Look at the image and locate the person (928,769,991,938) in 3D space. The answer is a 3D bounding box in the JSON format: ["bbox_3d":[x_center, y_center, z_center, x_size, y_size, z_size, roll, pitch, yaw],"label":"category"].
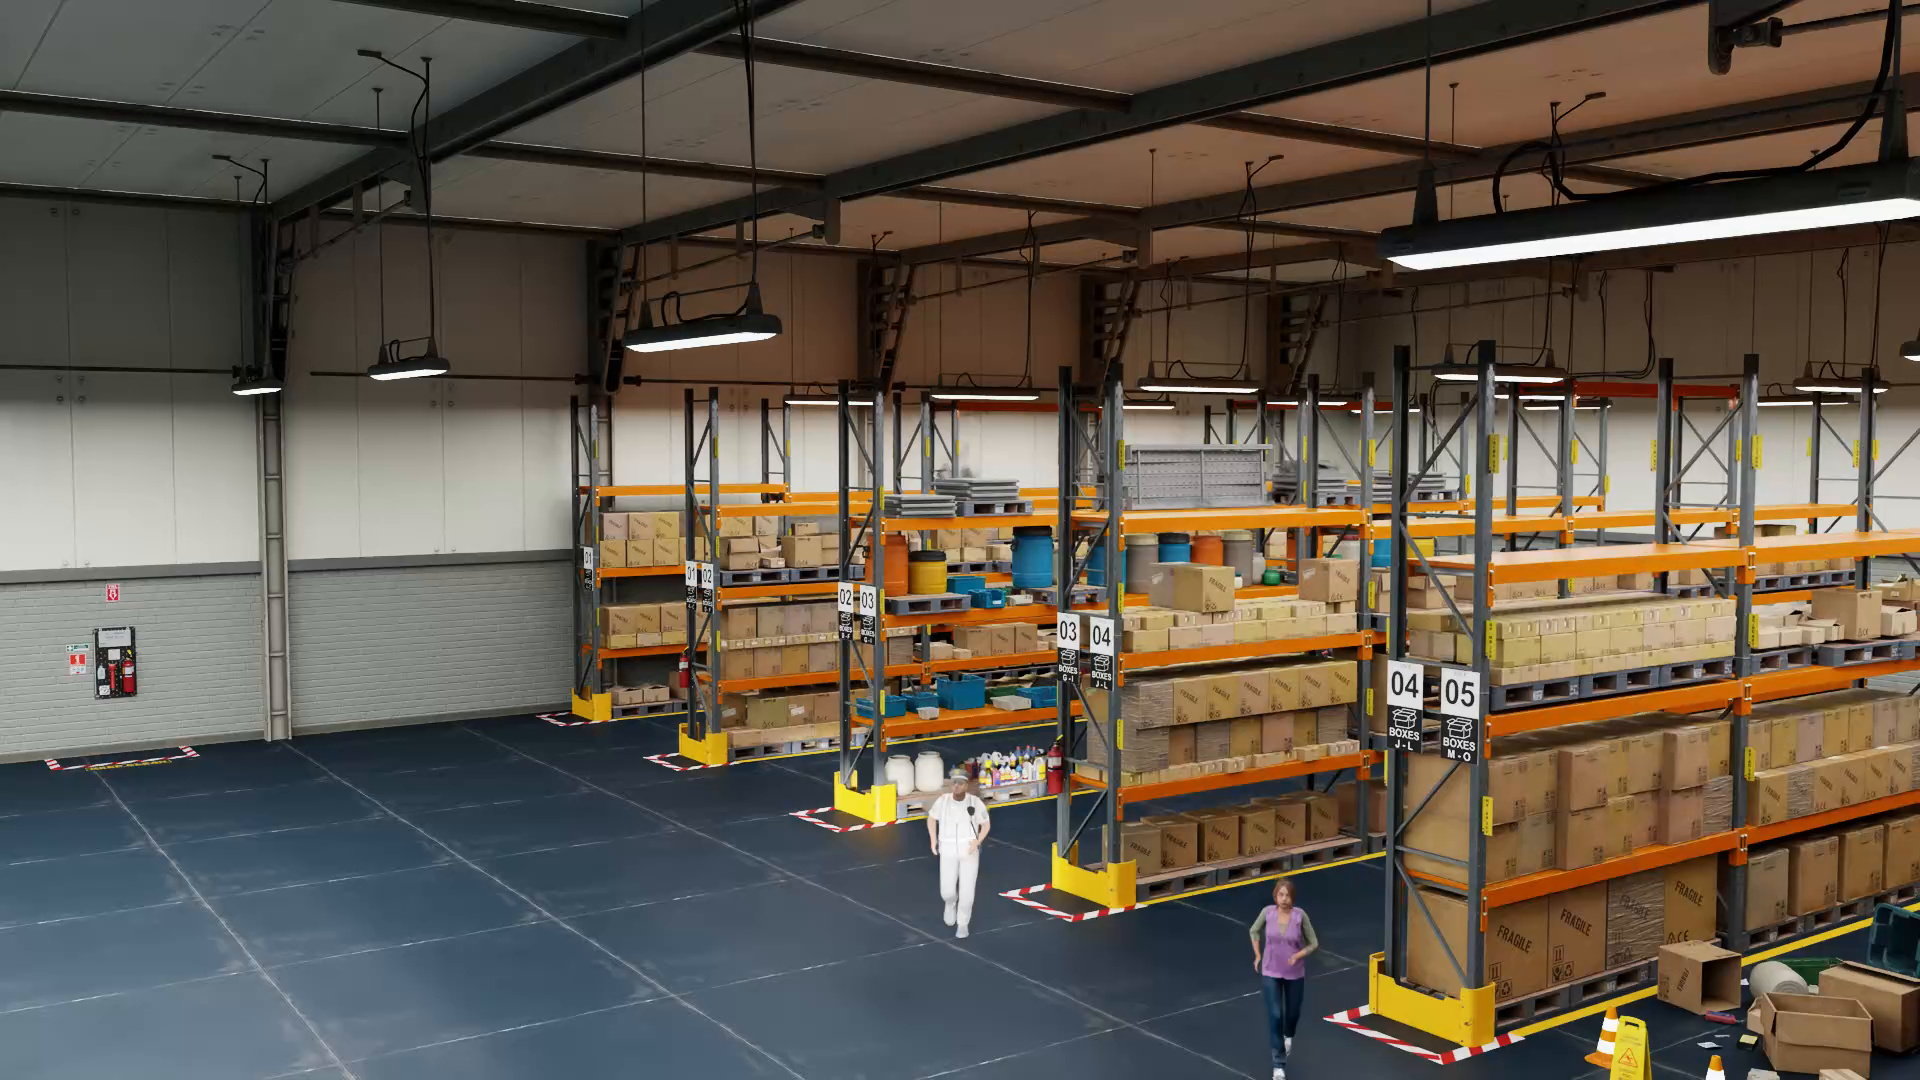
[{"bbox_3d":[-0.018,3.256,17.381,0.667,1.745,0.563,0,3,5],"label":"person"}]

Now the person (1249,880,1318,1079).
[{"bbox_3d":[2.634,3.547,13.550,0.553,1.586,0.764,1,3,10],"label":"person"}]
